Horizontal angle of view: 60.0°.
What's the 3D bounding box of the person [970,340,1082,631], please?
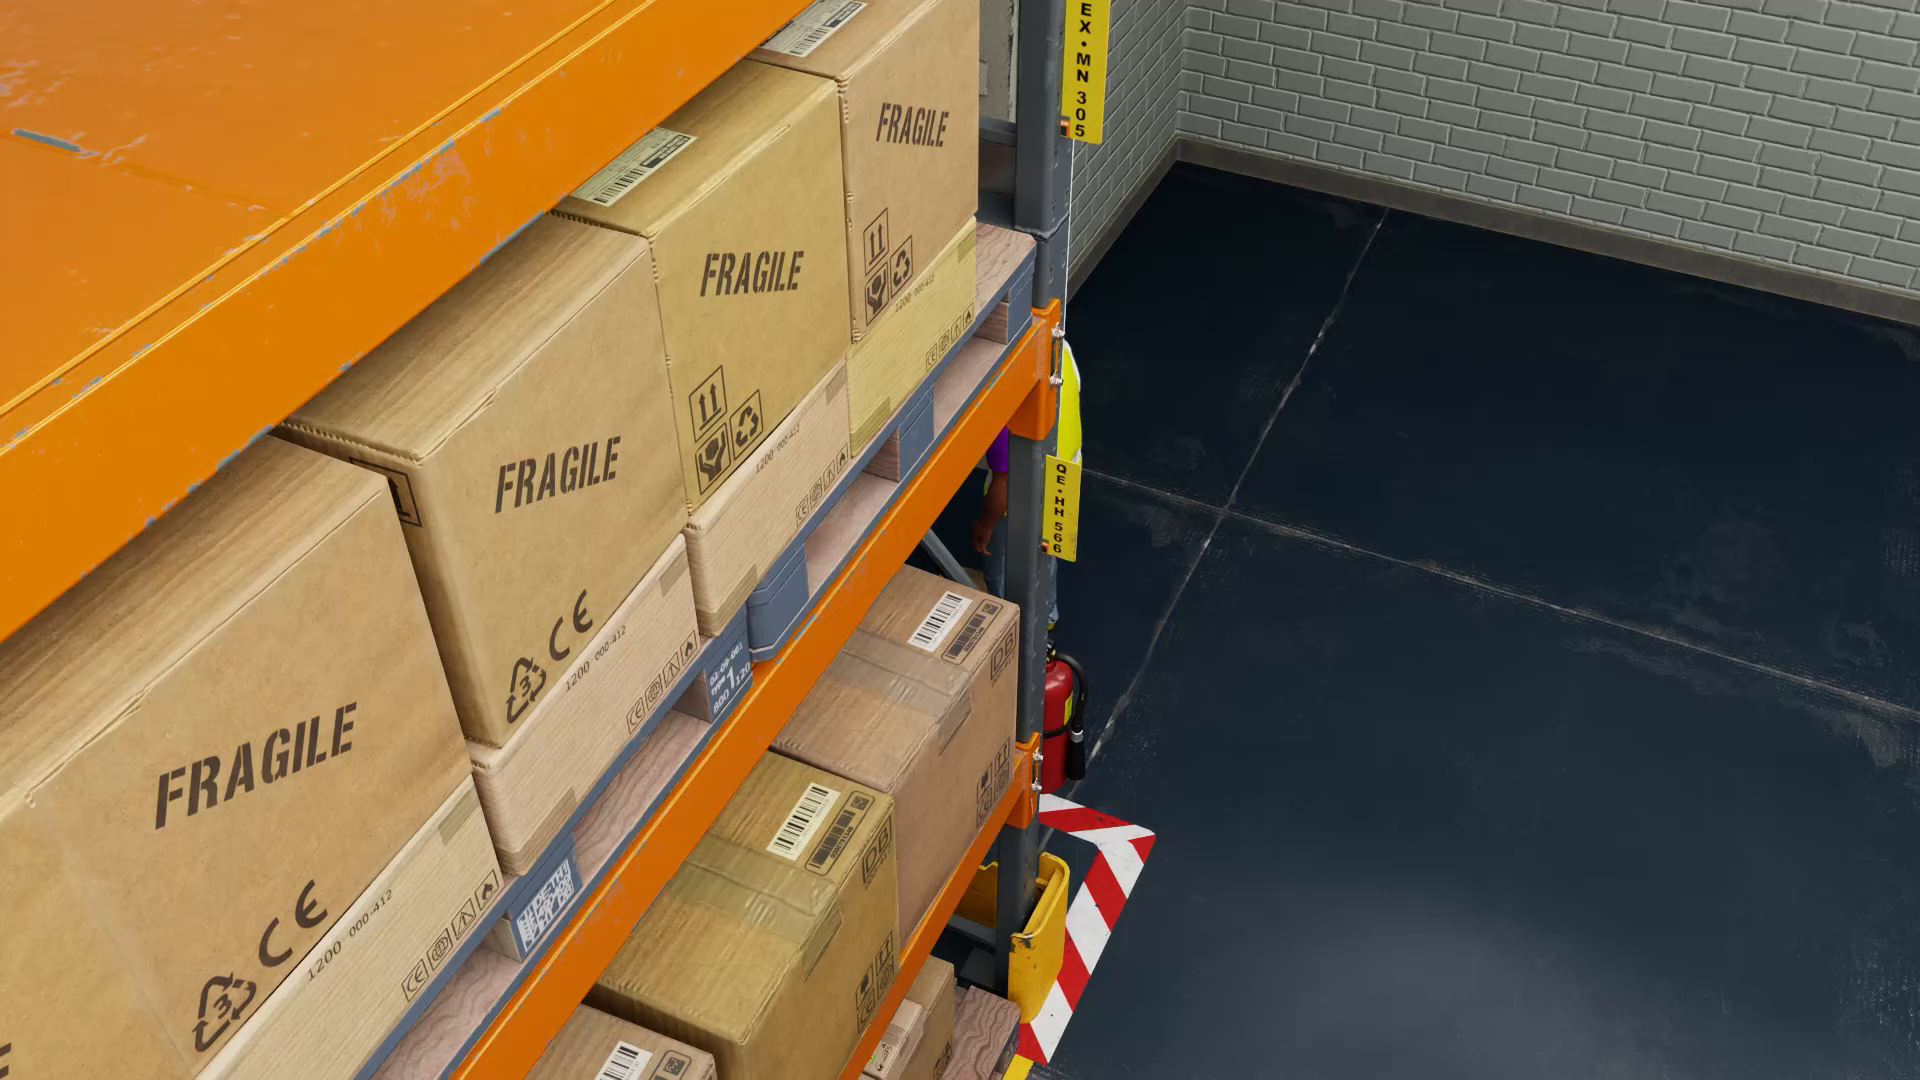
[{"bbox_3d":[0.221,-0.216,6.388,0.458,1.761,0.626,17,45,18],"label":"person"}]
